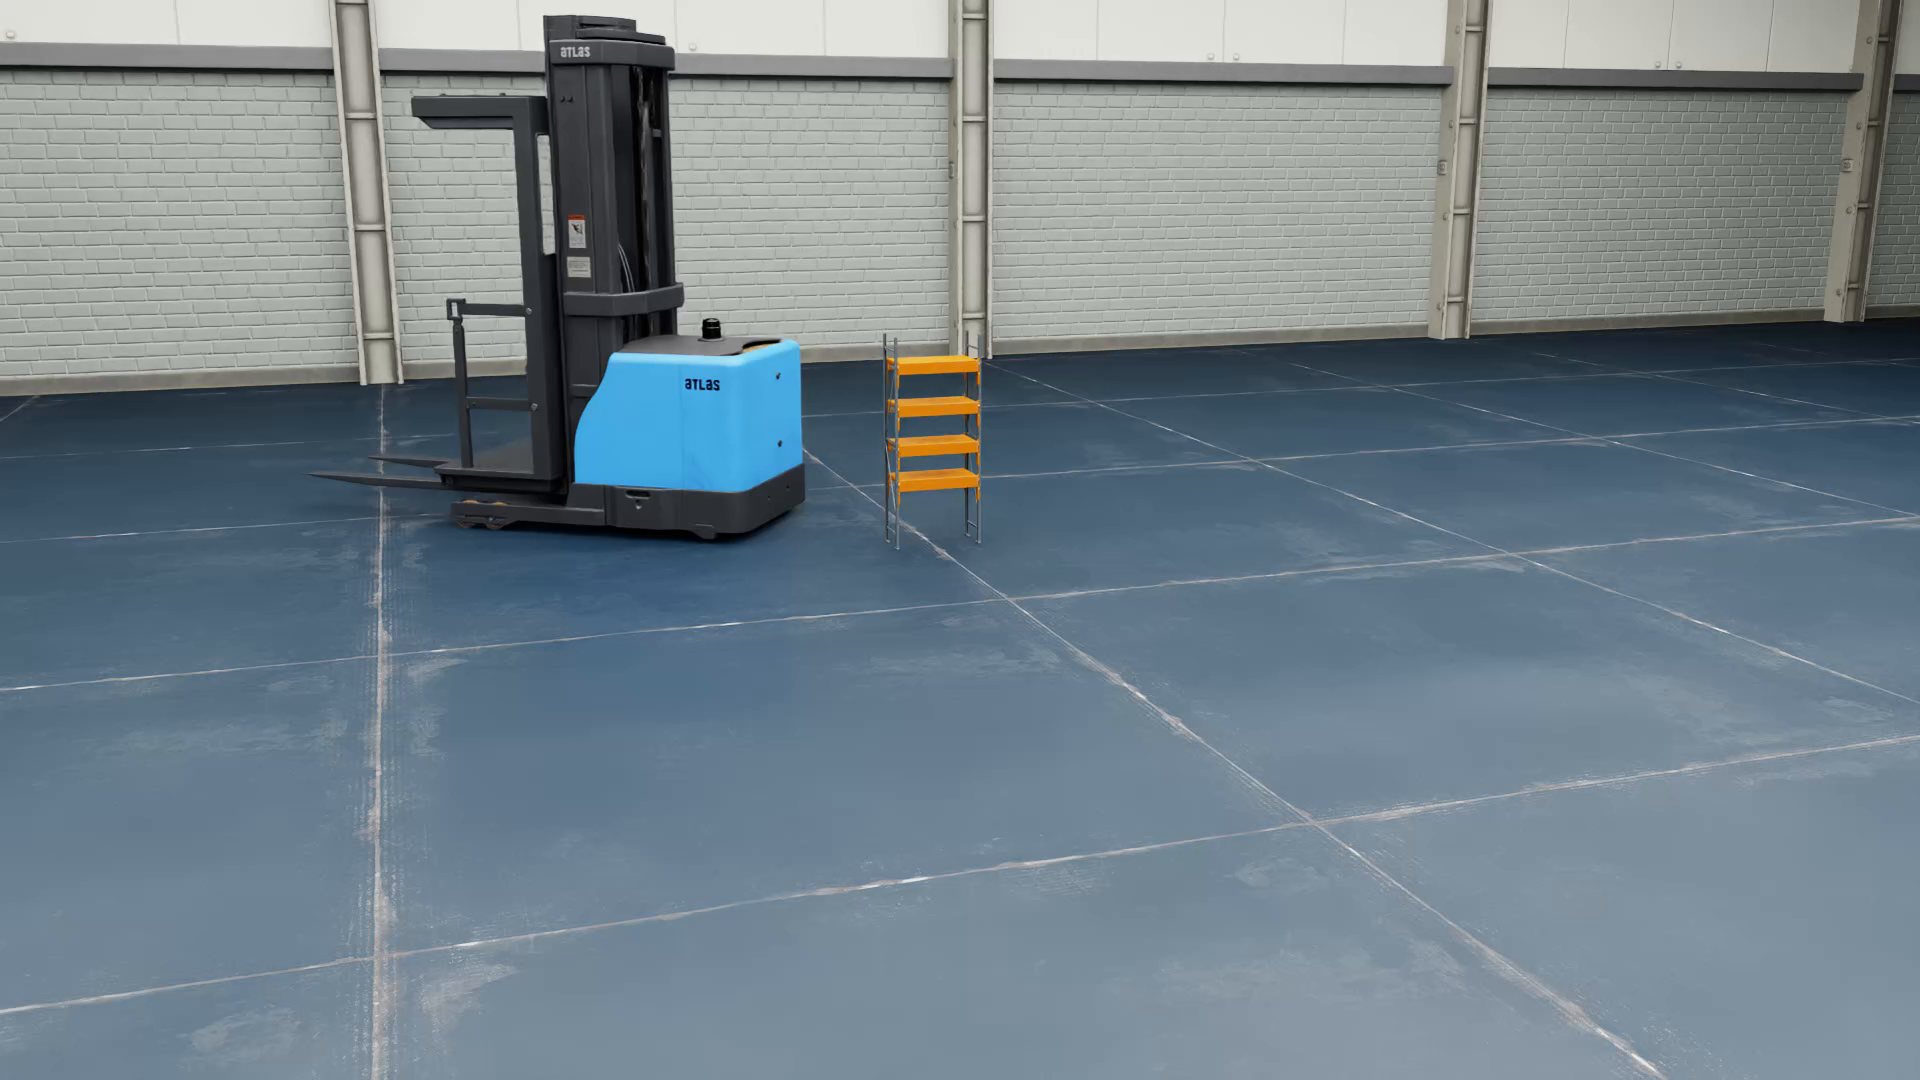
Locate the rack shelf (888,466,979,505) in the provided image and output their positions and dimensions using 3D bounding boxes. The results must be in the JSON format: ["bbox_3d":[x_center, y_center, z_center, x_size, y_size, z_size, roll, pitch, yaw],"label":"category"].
[{"bbox_3d":[-0.157,-0.313,9.514,0.480,0.148,0.258,-4,14,-18],"label":"rack shelf"}]

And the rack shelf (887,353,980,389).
[{"bbox_3d":[-0.157,-0.954,9.362,0.480,0.148,0.258,-4,14,-18],"label":"rack shelf"}]

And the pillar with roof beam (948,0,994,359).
[{"bbox_3d":[1.485,-5.400,12.898,0.400,9.000,9.100,-4,14,-18],"label":"pillar with roof beam"}]

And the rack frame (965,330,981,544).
[{"bbox_3d":[0.074,-0.590,9.528,0.015,1.200,0.240,-4,14,-18],"label":"rack frame"}]

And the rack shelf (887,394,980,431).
[{"bbox_3d":[-0.157,-0.724,9.416,0.480,0.148,0.258,-4,14,-18],"label":"rack shelf"}]

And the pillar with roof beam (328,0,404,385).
[{"bbox_3d":[-4.201,-4.957,11.036,0.400,9.000,9.100,-4,14,-18],"label":"pillar with roof beam"}]

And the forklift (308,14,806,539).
[{"bbox_3d":[-2.538,-1.600,10.034,3.031,2.935,1.130,4,14,16],"label":"forklift"}]

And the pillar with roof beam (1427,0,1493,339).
[{"bbox_3d":[7.172,-5.843,14.759,0.400,9.000,9.100,-4,14,-18],"label":"pillar with roof beam"}]

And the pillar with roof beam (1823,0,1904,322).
[{"bbox_3d":[12.859,-6.285,16.621,0.400,9.000,9.100,-4,14,-18],"label":"pillar with roof beam"}]

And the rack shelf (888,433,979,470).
[{"bbox_3d":[-0.157,-0.506,9.468,0.480,0.148,0.258,-4,14,-18],"label":"rack shelf"}]

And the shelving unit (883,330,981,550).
[{"bbox_3d":[-0.157,-0.571,9.453,0.503,1.200,0.258,-4,14,-18],"label":"shelving unit"}]

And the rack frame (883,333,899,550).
[{"bbox_3d":[-0.388,-0.553,9.377,0.015,1.200,0.240,-4,14,-18],"label":"rack frame"}]
